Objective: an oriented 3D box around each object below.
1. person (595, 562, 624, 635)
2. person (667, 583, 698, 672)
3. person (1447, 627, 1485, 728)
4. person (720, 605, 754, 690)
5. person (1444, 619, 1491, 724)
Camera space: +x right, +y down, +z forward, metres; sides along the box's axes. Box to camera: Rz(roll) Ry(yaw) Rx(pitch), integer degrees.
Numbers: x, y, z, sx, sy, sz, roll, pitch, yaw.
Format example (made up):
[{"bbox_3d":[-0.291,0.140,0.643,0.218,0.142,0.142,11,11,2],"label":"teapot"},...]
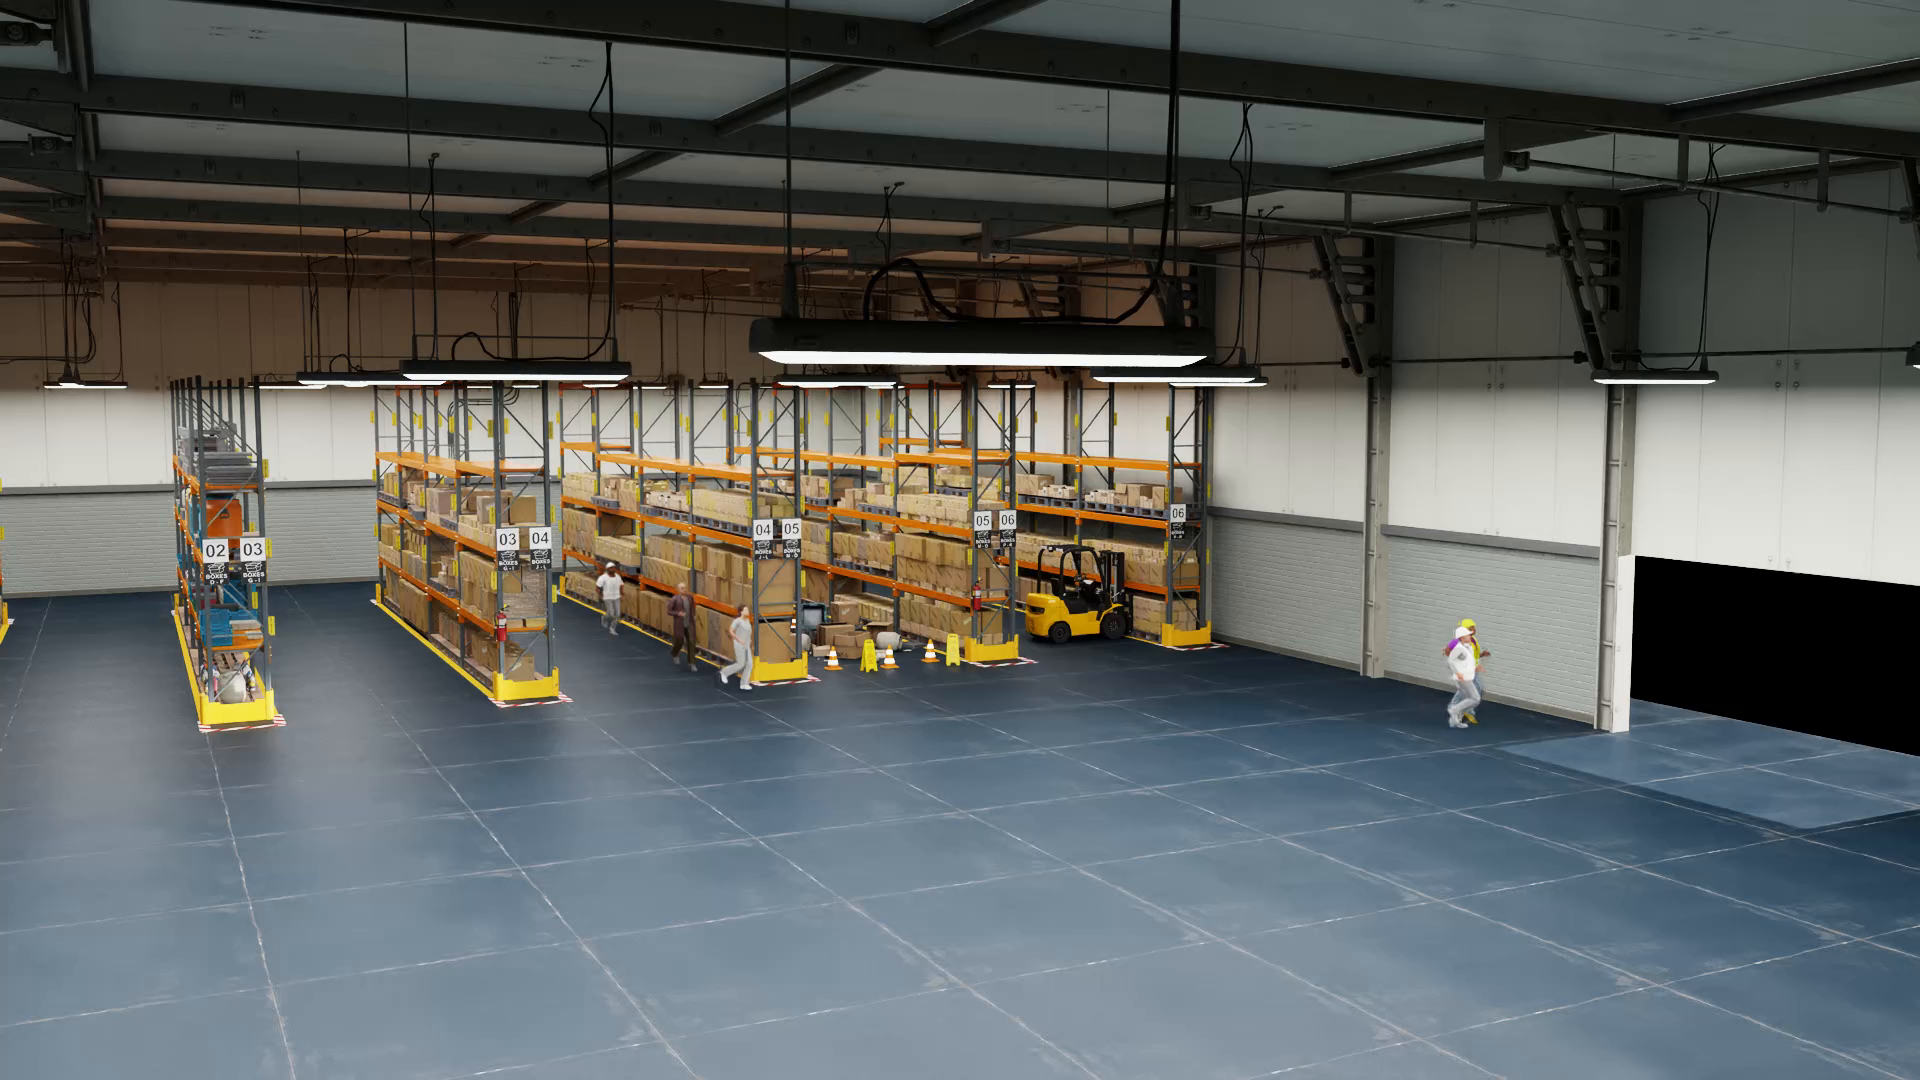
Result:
[{"bbox_3d":[-8.239,1.379,39.265,0.702,1.720,0.589,-4,6,-36],"label":"person"},{"bbox_3d":[-5.715,1.776,34.294,0.707,1.798,1.049,-3,6,-32],"label":"person"},{"bbox_3d":[8.615,2.345,28.261,0.571,1.728,0.649,2,6,25],"label":"person"},{"bbox_3d":[-4.206,2.053,32.196,0.772,1.610,0.618,3,6,30],"label":"person"},{"bbox_3d":[8.827,2.280,28.884,0.751,1.823,0.669,4,6,38],"label":"person"}]
